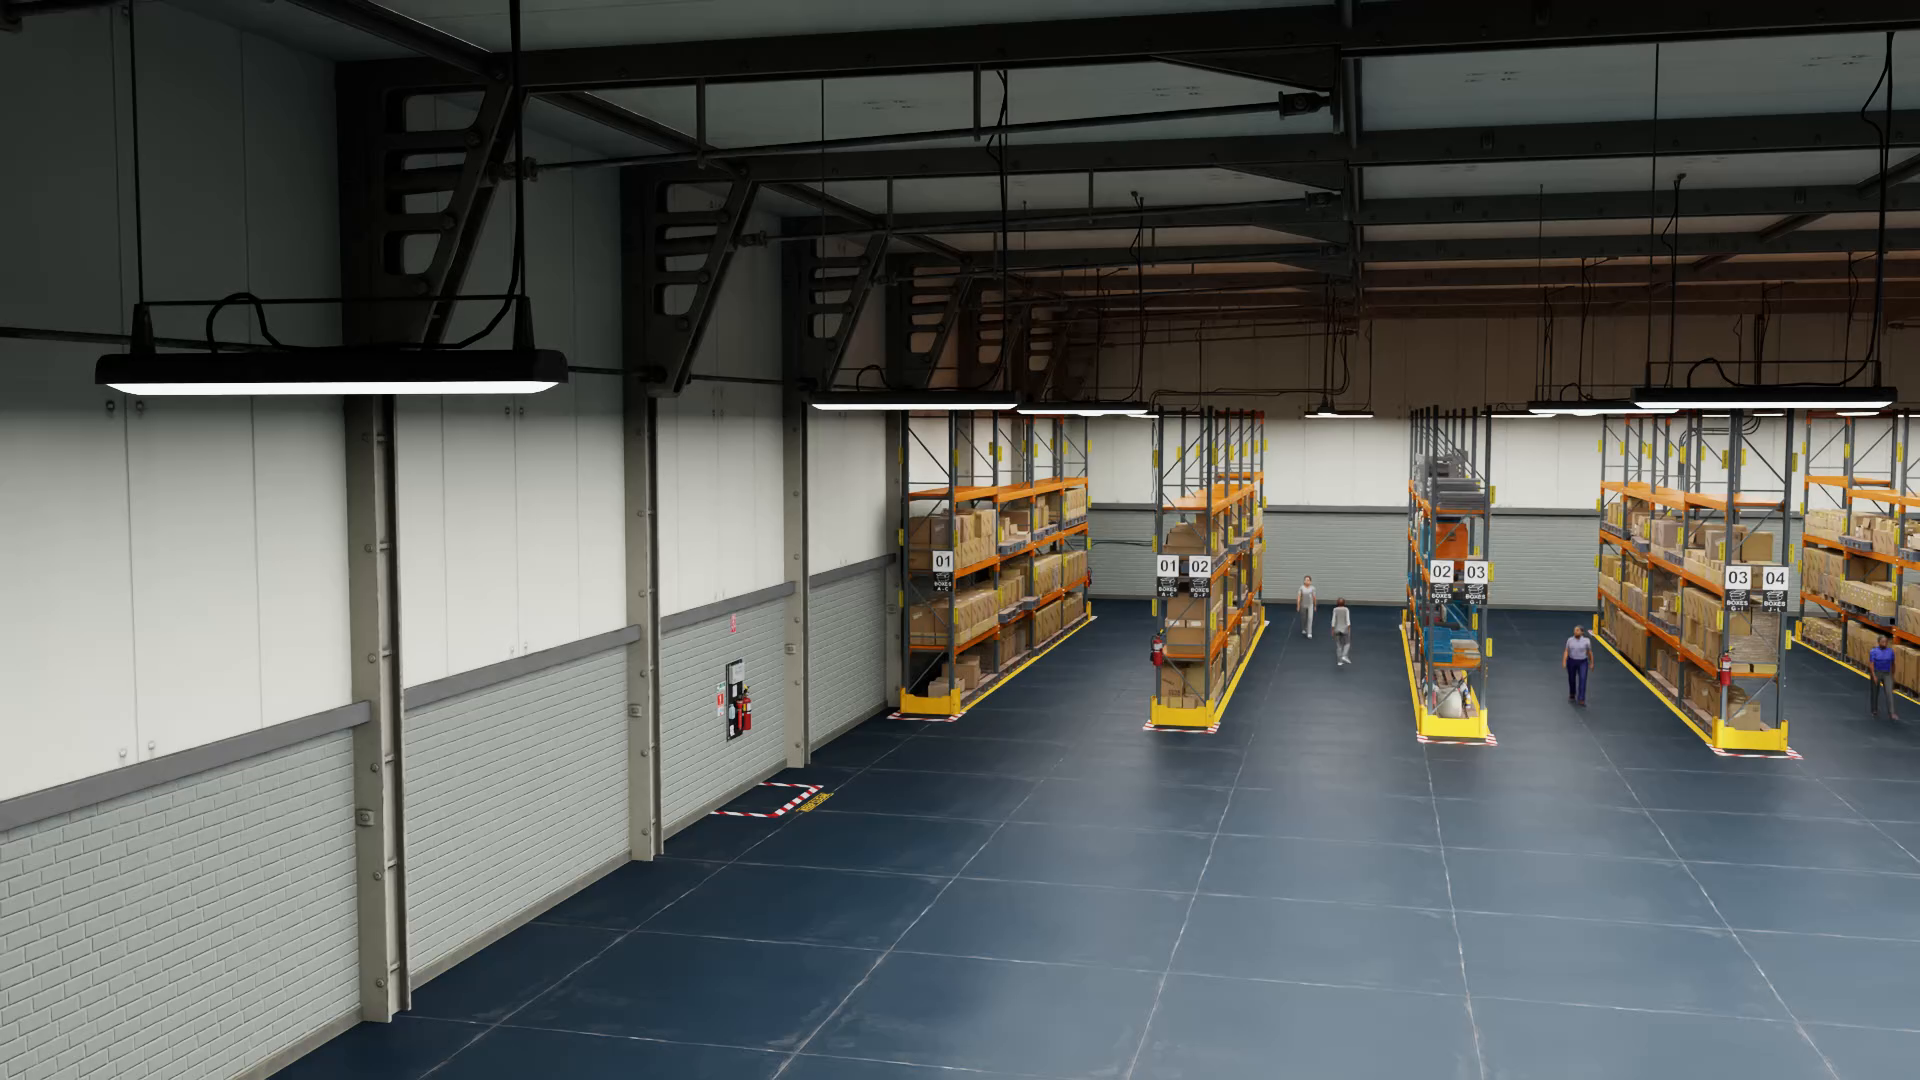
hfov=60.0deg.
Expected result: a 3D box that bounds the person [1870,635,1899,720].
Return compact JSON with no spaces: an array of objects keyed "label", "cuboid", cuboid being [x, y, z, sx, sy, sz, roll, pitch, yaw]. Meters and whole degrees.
[{"label":"person","cuboid":[17.640,2.615,31.781,0.466,1.609,0.992,2,4,21]}]

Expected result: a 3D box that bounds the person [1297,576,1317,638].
[{"label":"person","cuboid":[9.178,1.751,43.991,0.512,1.612,1.082,1,4,10]}]

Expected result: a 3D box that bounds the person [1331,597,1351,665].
[{"label":"person","cuboid":[8.918,2.140,38.899,0.460,1.595,0.458,1,4,14]}]

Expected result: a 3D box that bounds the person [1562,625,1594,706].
[{"label":"person","cuboid":[12.487,2.509,33.576,0.585,1.570,1.061,2,4,23]}]
